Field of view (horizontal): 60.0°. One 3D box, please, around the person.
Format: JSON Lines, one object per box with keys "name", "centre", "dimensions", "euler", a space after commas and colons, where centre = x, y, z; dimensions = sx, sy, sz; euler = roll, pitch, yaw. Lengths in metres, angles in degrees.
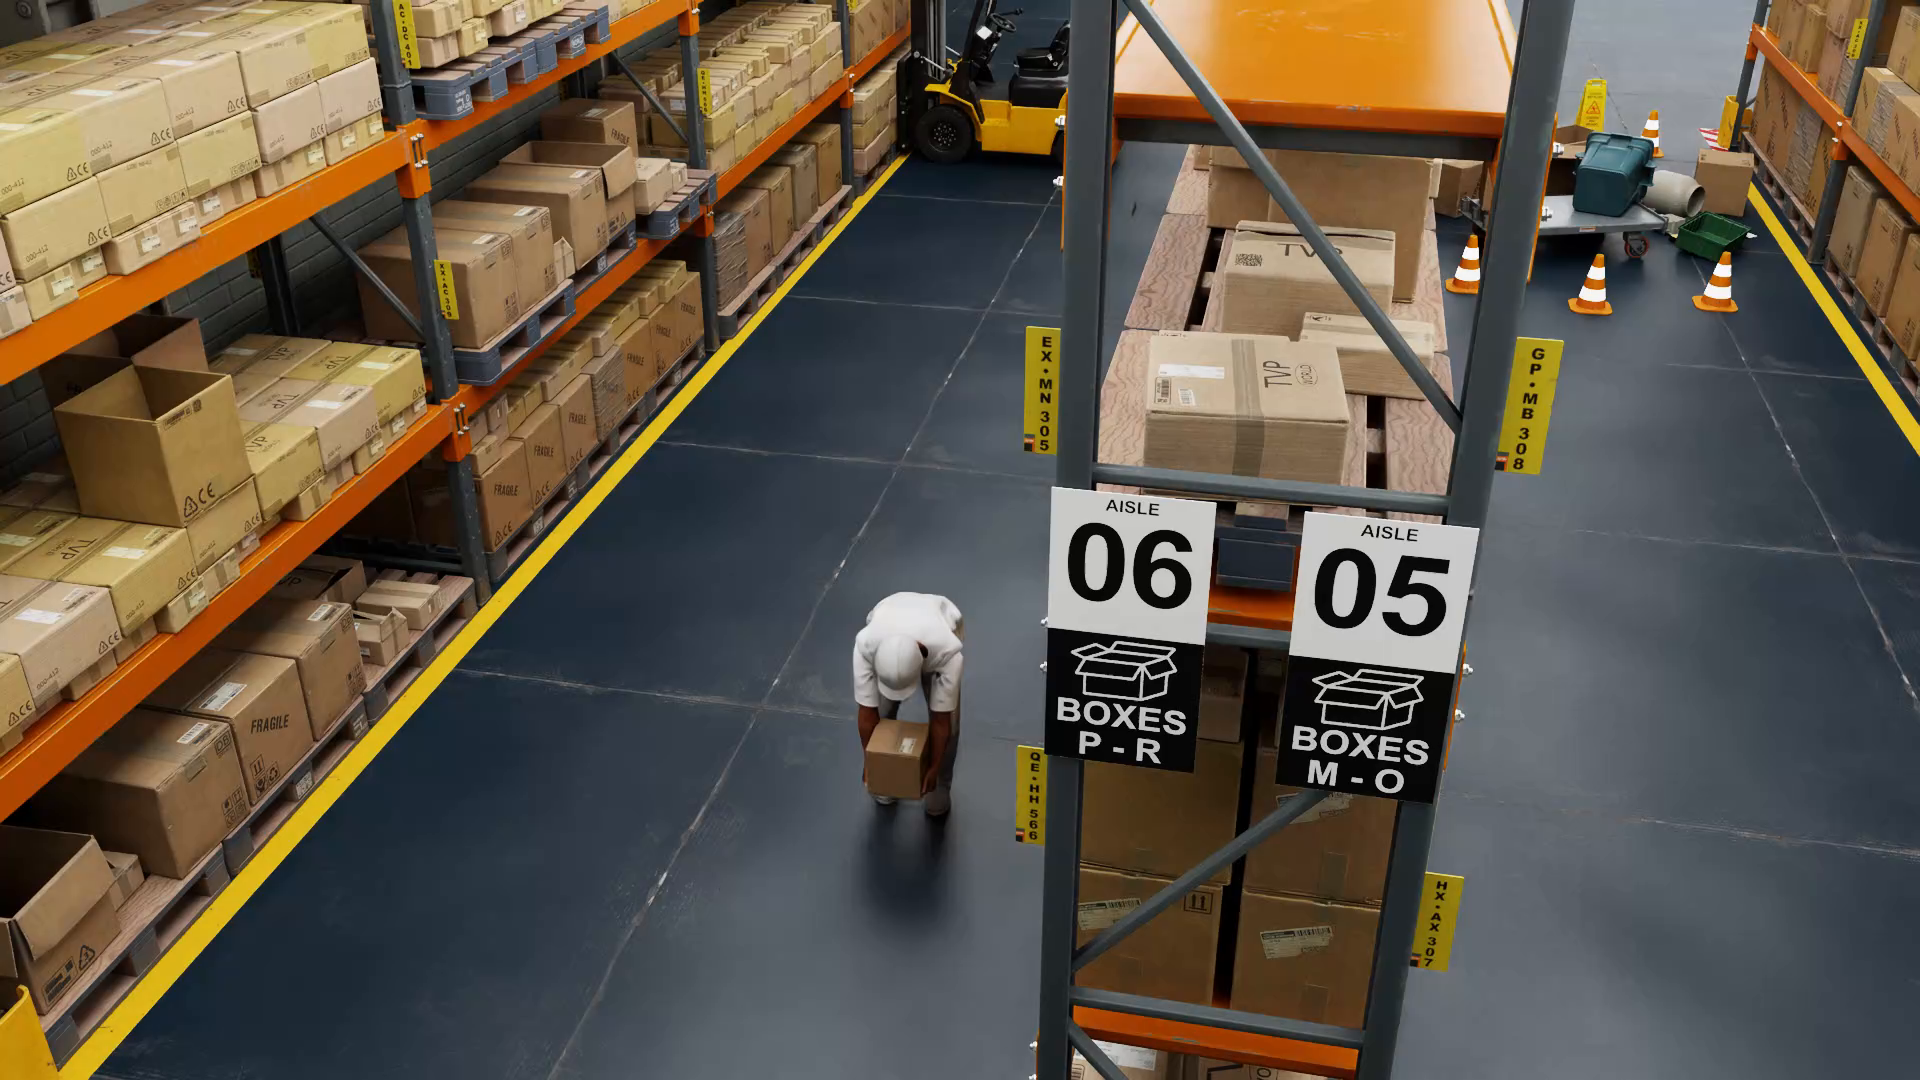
{"name": "person", "centre": [-0.220, 0.787, 7.707], "dimensions": [0.500, 1.232, 0.945], "euler": [4, 29, 7]}
